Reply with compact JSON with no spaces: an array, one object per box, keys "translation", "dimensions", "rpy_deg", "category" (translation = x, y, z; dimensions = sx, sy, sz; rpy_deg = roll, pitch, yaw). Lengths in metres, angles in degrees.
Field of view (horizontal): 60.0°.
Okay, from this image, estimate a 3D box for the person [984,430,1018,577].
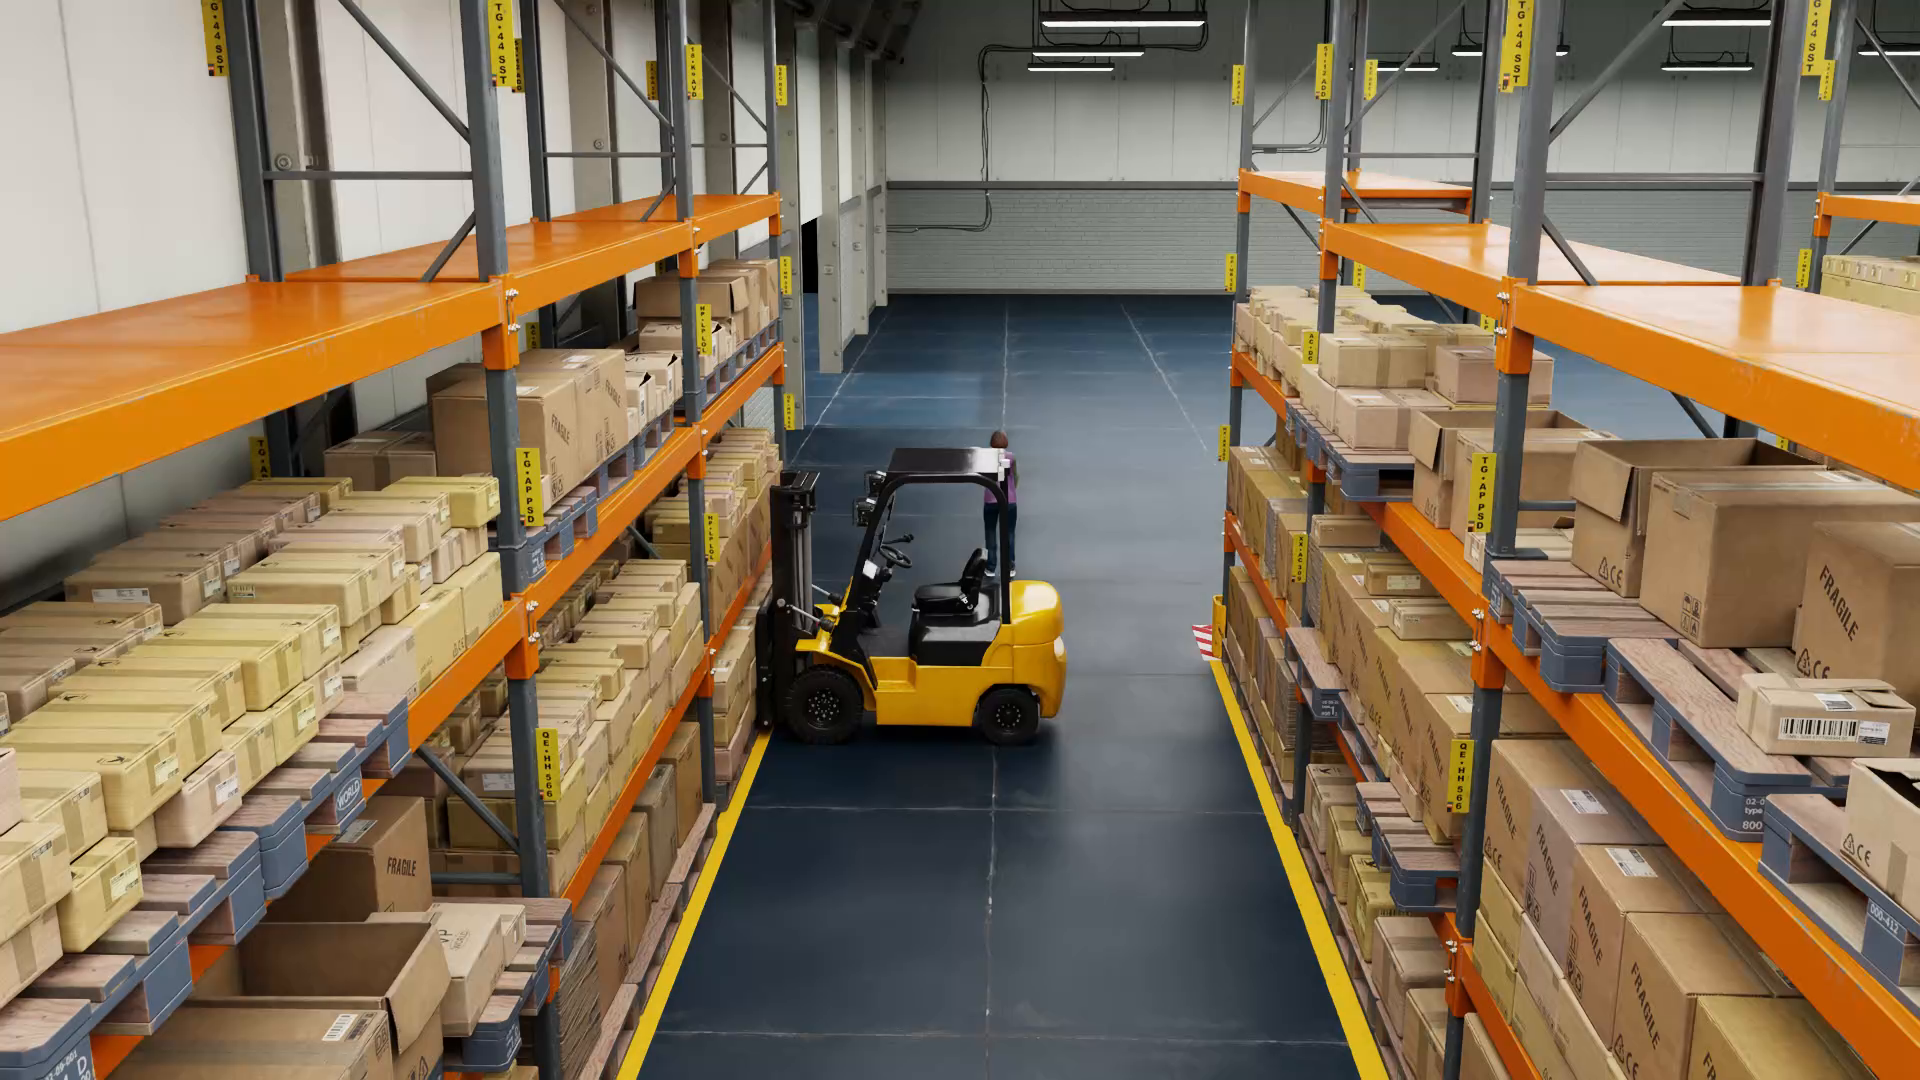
[{"translation":[0.432,-0.410,17.662],"dimensions":[0.384,1.591,0.495],"rpy_deg":[1,14,3],"category":"person"}]
